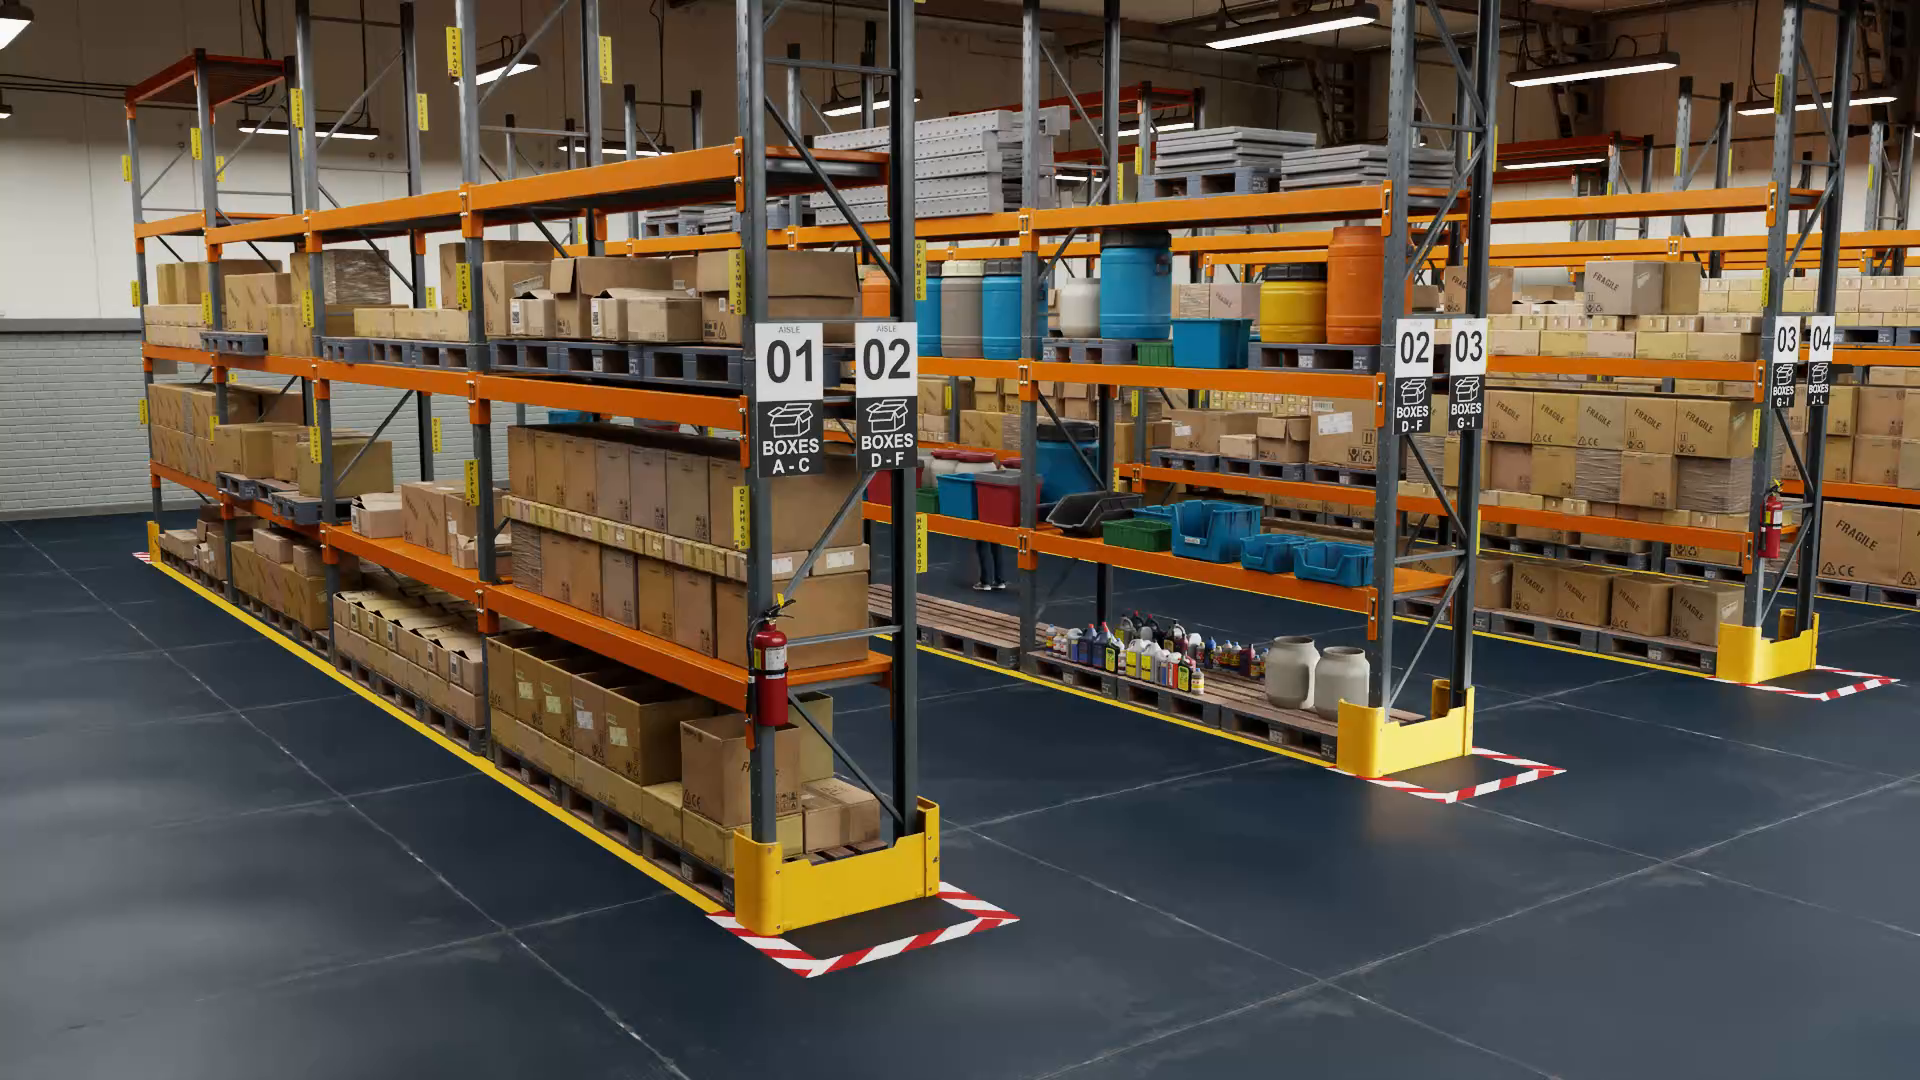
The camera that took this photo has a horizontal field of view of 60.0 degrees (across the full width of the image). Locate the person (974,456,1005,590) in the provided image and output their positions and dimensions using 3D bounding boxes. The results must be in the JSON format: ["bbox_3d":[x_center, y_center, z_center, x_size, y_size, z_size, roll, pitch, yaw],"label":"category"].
[{"bbox_3d":[0.307,-0.220,19.438,0.404,1.592,0.494,-6,10,-35],"label":"person"}]
